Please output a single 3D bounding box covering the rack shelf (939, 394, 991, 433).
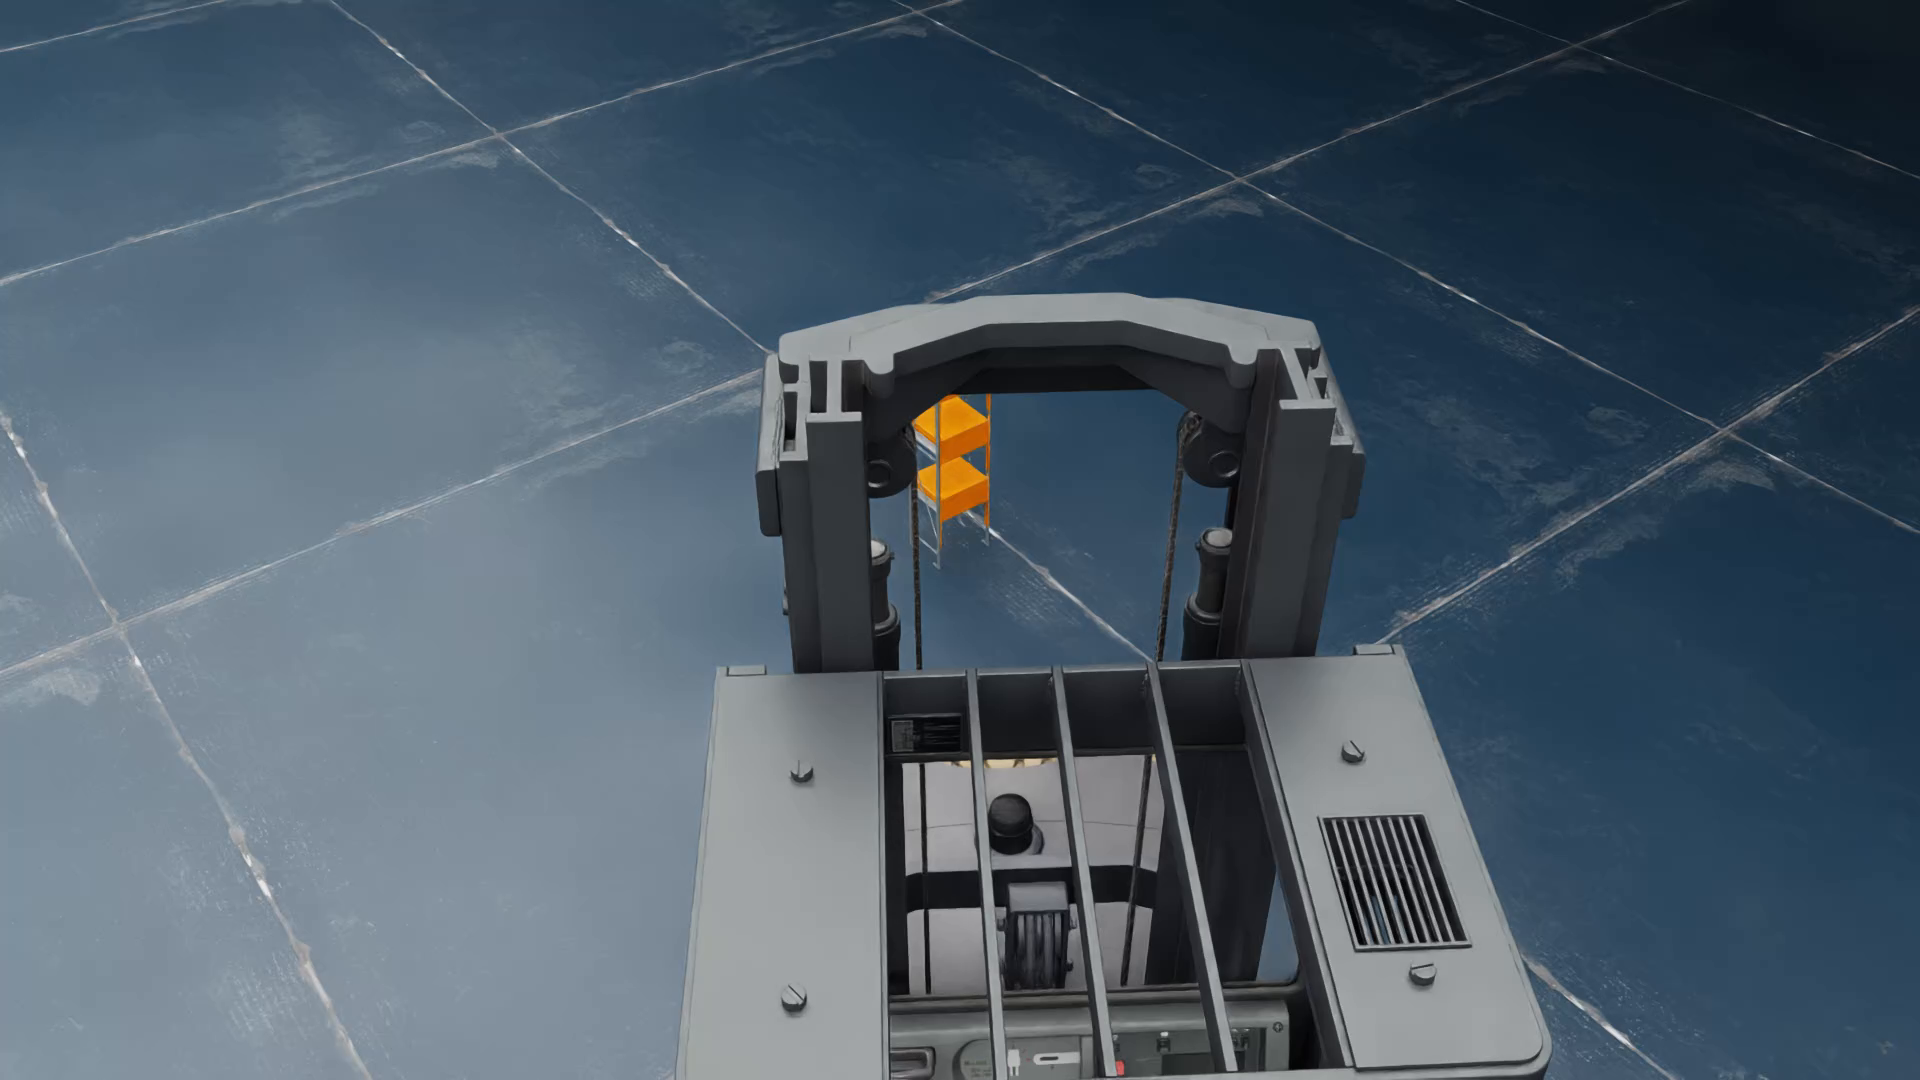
[{"bbox_3d":[-0.042,-0.596,6.219,0.240,0.259,0.215,-26,46,-28],"label":"rack shelf"}]

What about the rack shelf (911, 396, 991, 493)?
[{"bbox_3d":[-0.042,-0.377,6.399,0.240,0.259,0.215,-26,46,-28],"label":"rack shelf"}]

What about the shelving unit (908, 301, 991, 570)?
[{"bbox_3d":[-0.042,-0.385,6.392,0.252,1.050,0.215,-26,46,-28],"label":"shelving unit"}]

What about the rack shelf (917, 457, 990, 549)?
[{"bbox_3d":[-0.042,-0.162,6.575,0.240,0.259,0.215,-26,46,-28],"label":"rack shelf"}]

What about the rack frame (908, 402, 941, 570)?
[{"bbox_3d":[-0.139,-0.338,6.334,0.008,1.050,0.200,-26,46,-28],"label":"rack frame"}]

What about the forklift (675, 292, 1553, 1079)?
[{"bbox_3d":[0.175,1.167,3.017,1.130,2.935,3.031,-2,39,-2],"label":"forklift"}]

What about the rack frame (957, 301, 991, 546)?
[{"bbox_3d":[0.054,-0.432,6.449,0.008,1.050,0.200,-26,46,-28],"label":"rack frame"}]
